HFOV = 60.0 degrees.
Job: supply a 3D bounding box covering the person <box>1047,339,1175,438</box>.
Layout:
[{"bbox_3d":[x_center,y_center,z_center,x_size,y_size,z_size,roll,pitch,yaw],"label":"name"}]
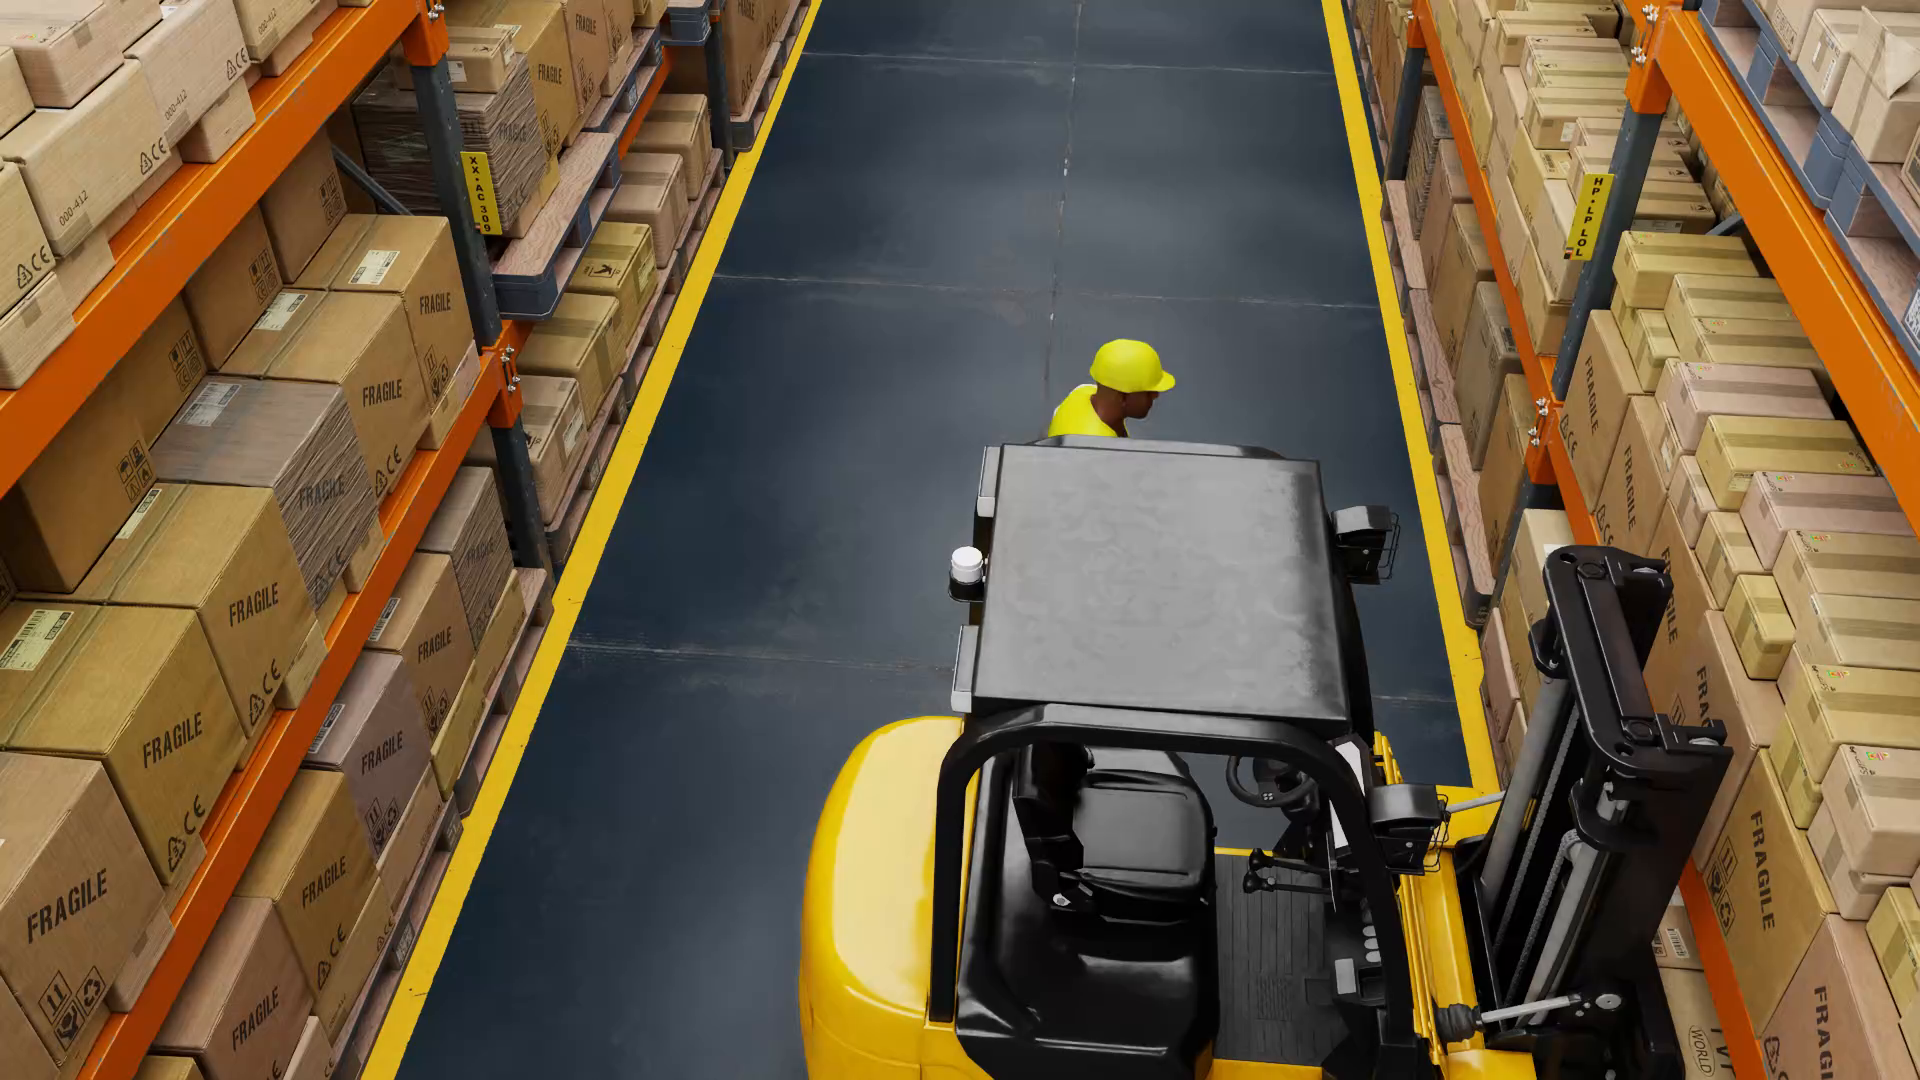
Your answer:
[{"bbox_3d":[0.500,0.032,6.104,0.457,1.761,0.629,2,40,2],"label":"person"}]
